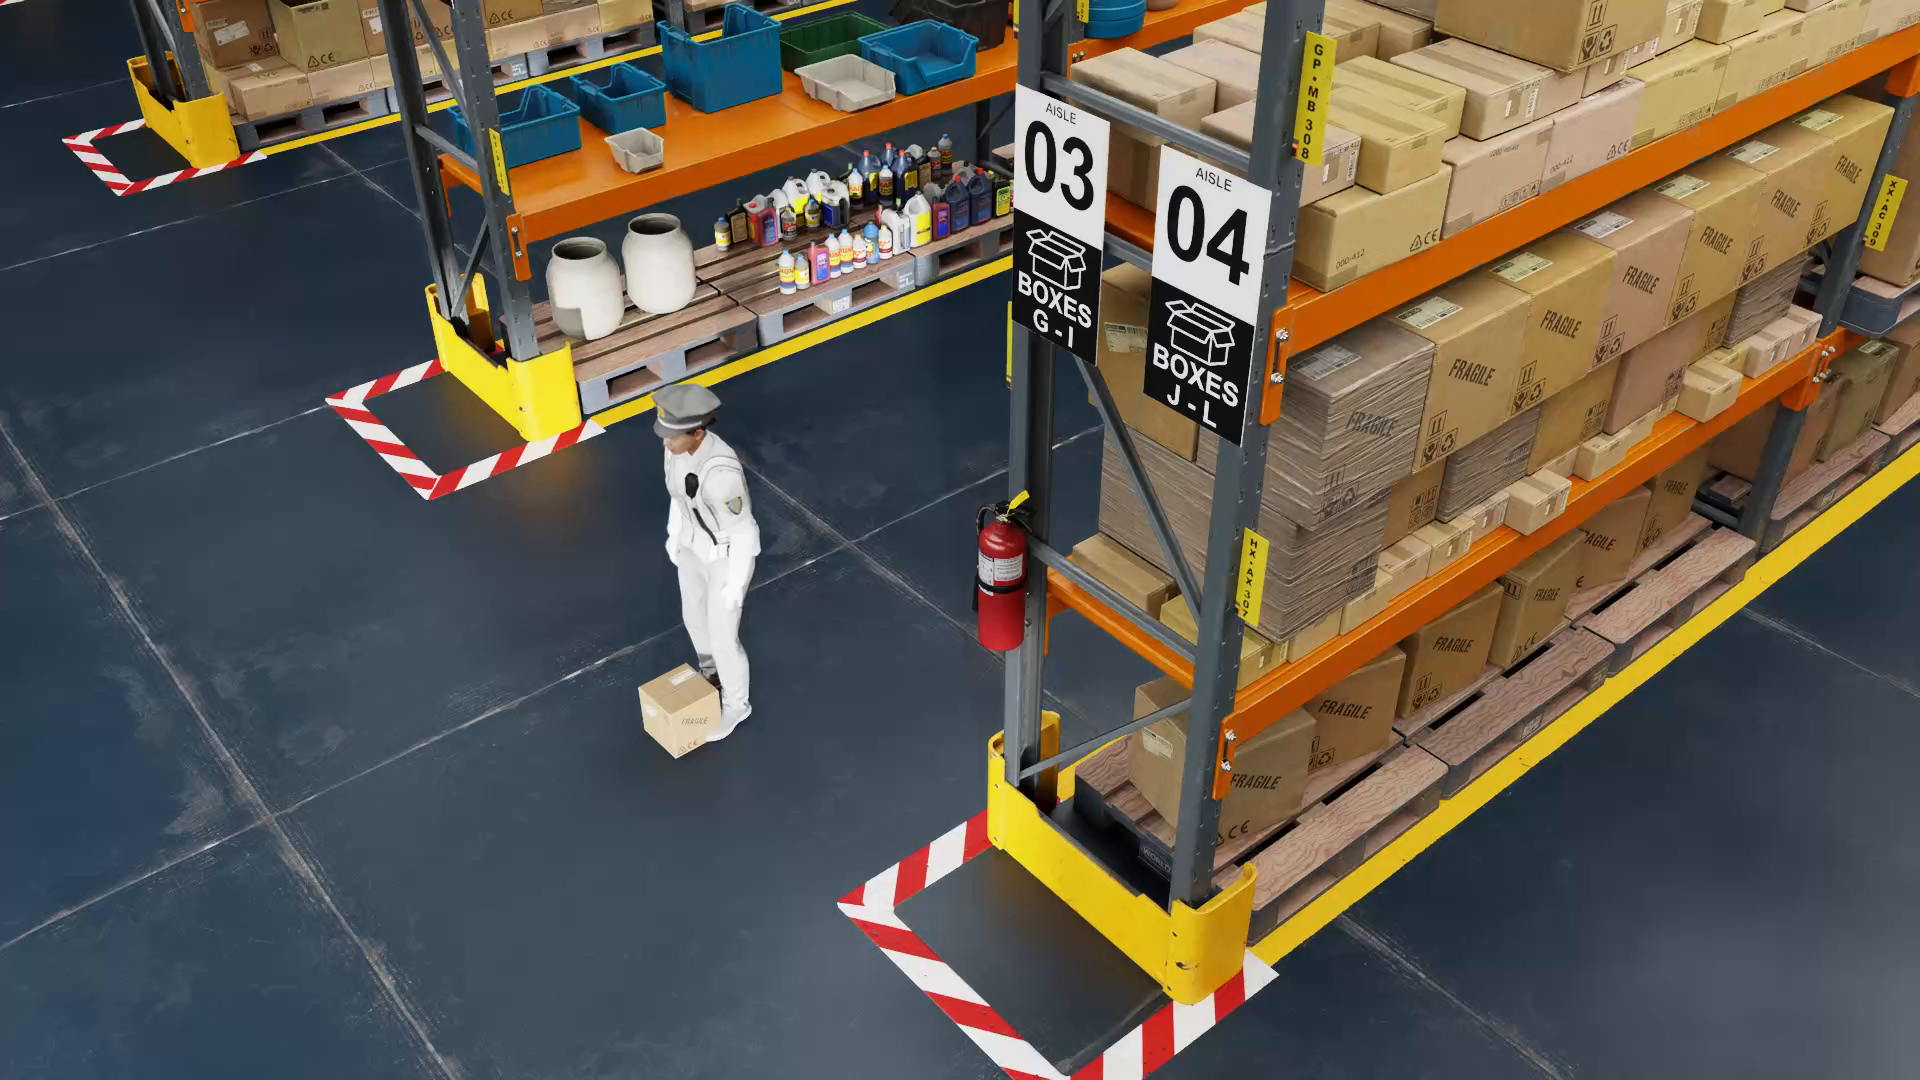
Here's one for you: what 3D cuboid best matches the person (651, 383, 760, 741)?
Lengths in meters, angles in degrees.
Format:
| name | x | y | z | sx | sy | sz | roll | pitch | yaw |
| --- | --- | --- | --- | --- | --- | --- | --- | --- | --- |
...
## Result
| name | x | y | z | sx | sy | sz | roll | pitch | yaw |
| --- | --- | --- | --- | --- | --- | --- | --- | --- | --- |
| person | -1.053 | 0.083 | 6.959 | 0.403 | 1.663 | 0.528 | -26 | 44 | -31 |
